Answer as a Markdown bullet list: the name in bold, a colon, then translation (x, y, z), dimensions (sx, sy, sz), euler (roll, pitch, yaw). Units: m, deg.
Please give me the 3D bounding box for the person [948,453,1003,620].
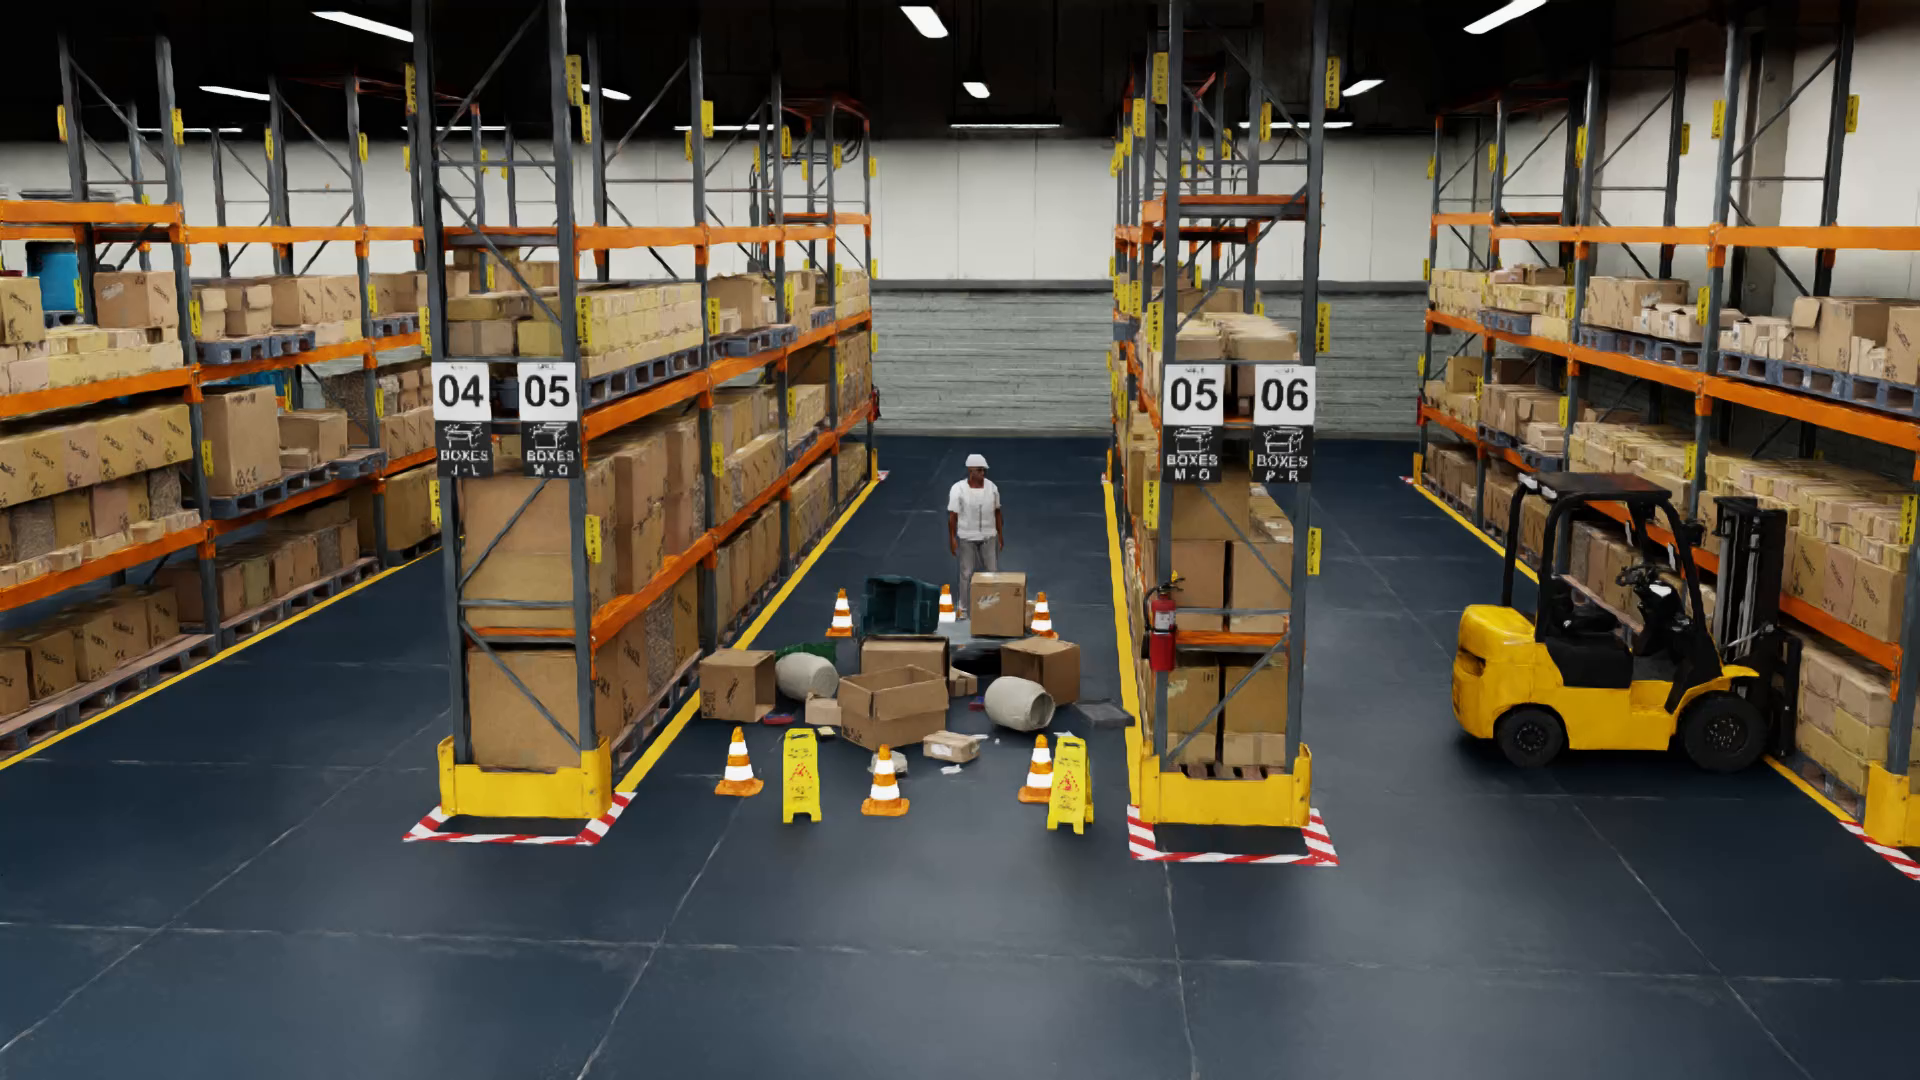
- **person**: translation (0.177, -0.022, 17.404), dimensions (0.591, 1.772, 0.386), euler (-3, 11, -18)
